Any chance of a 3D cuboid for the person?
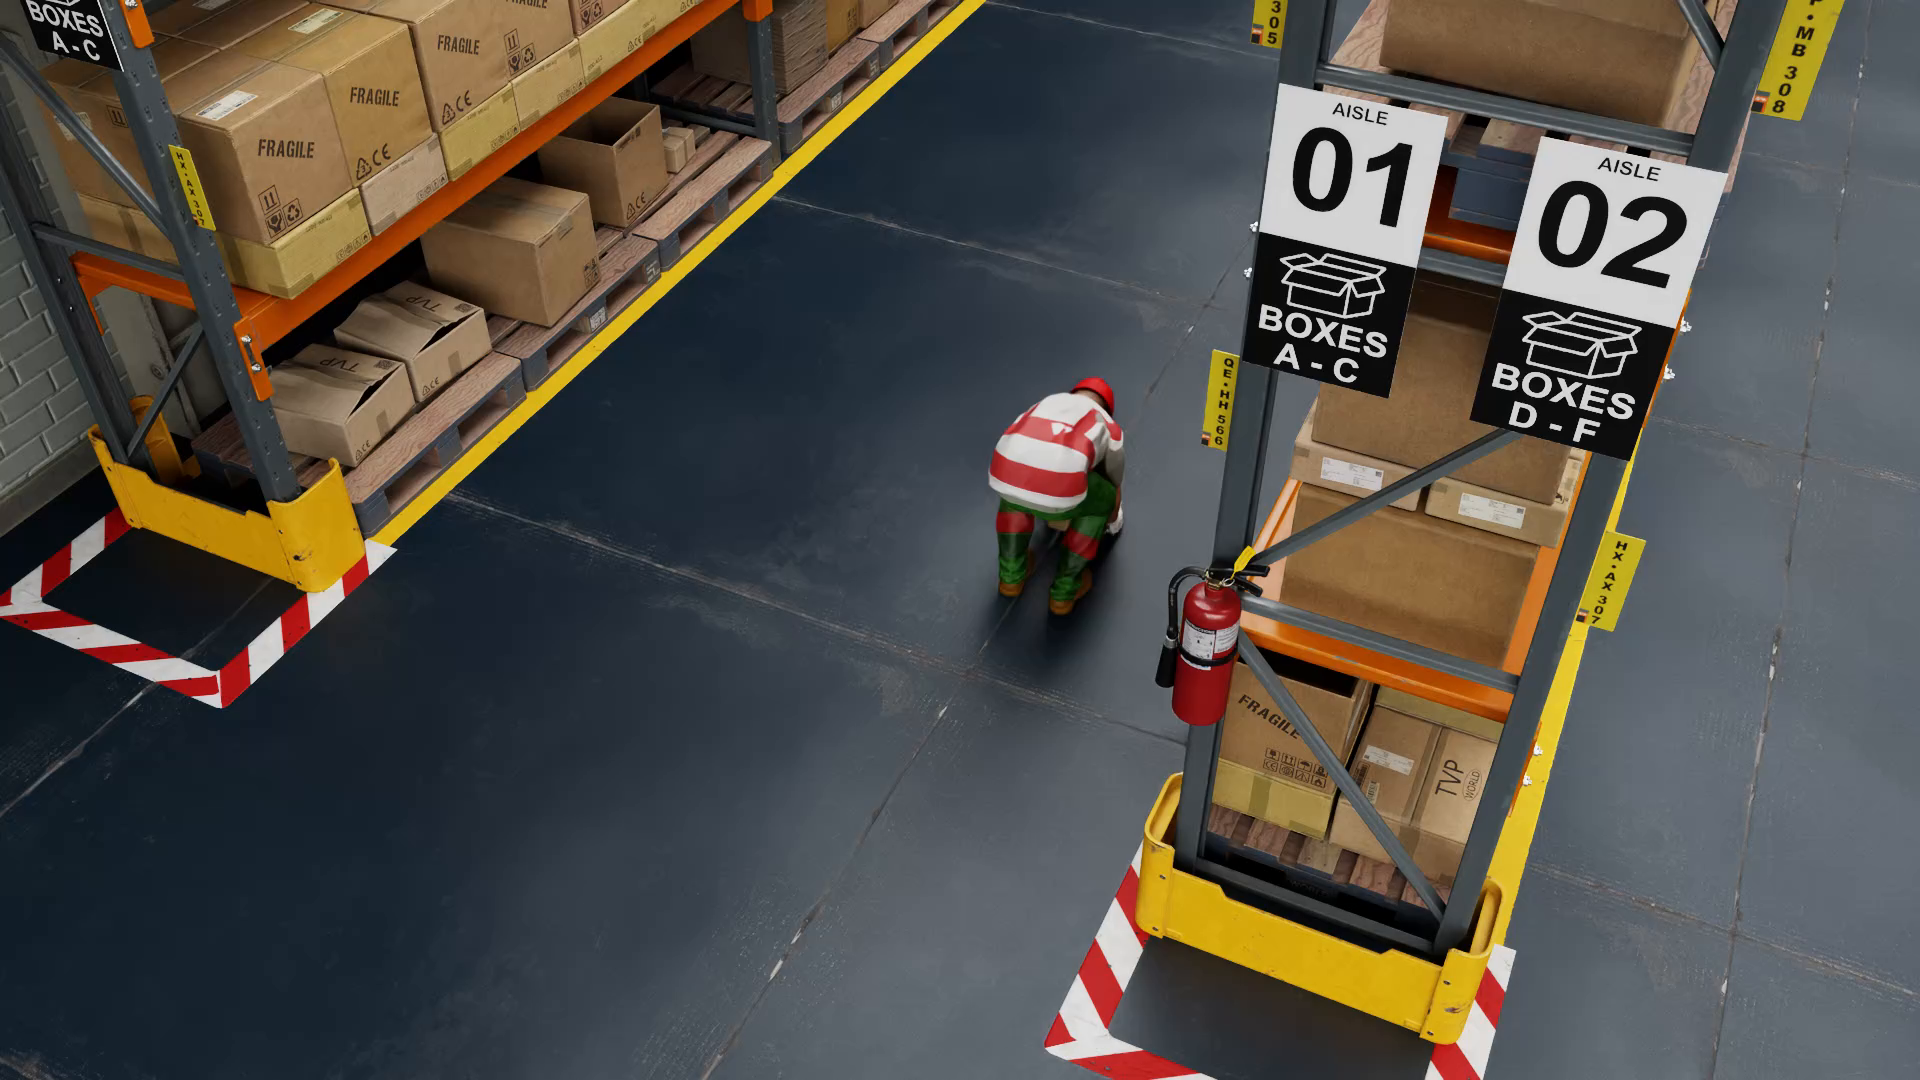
[{"bbox_3d":[0.426,-0.247,7.068,0.535,0.931,0.951,15,44,17],"label":"person"}]
